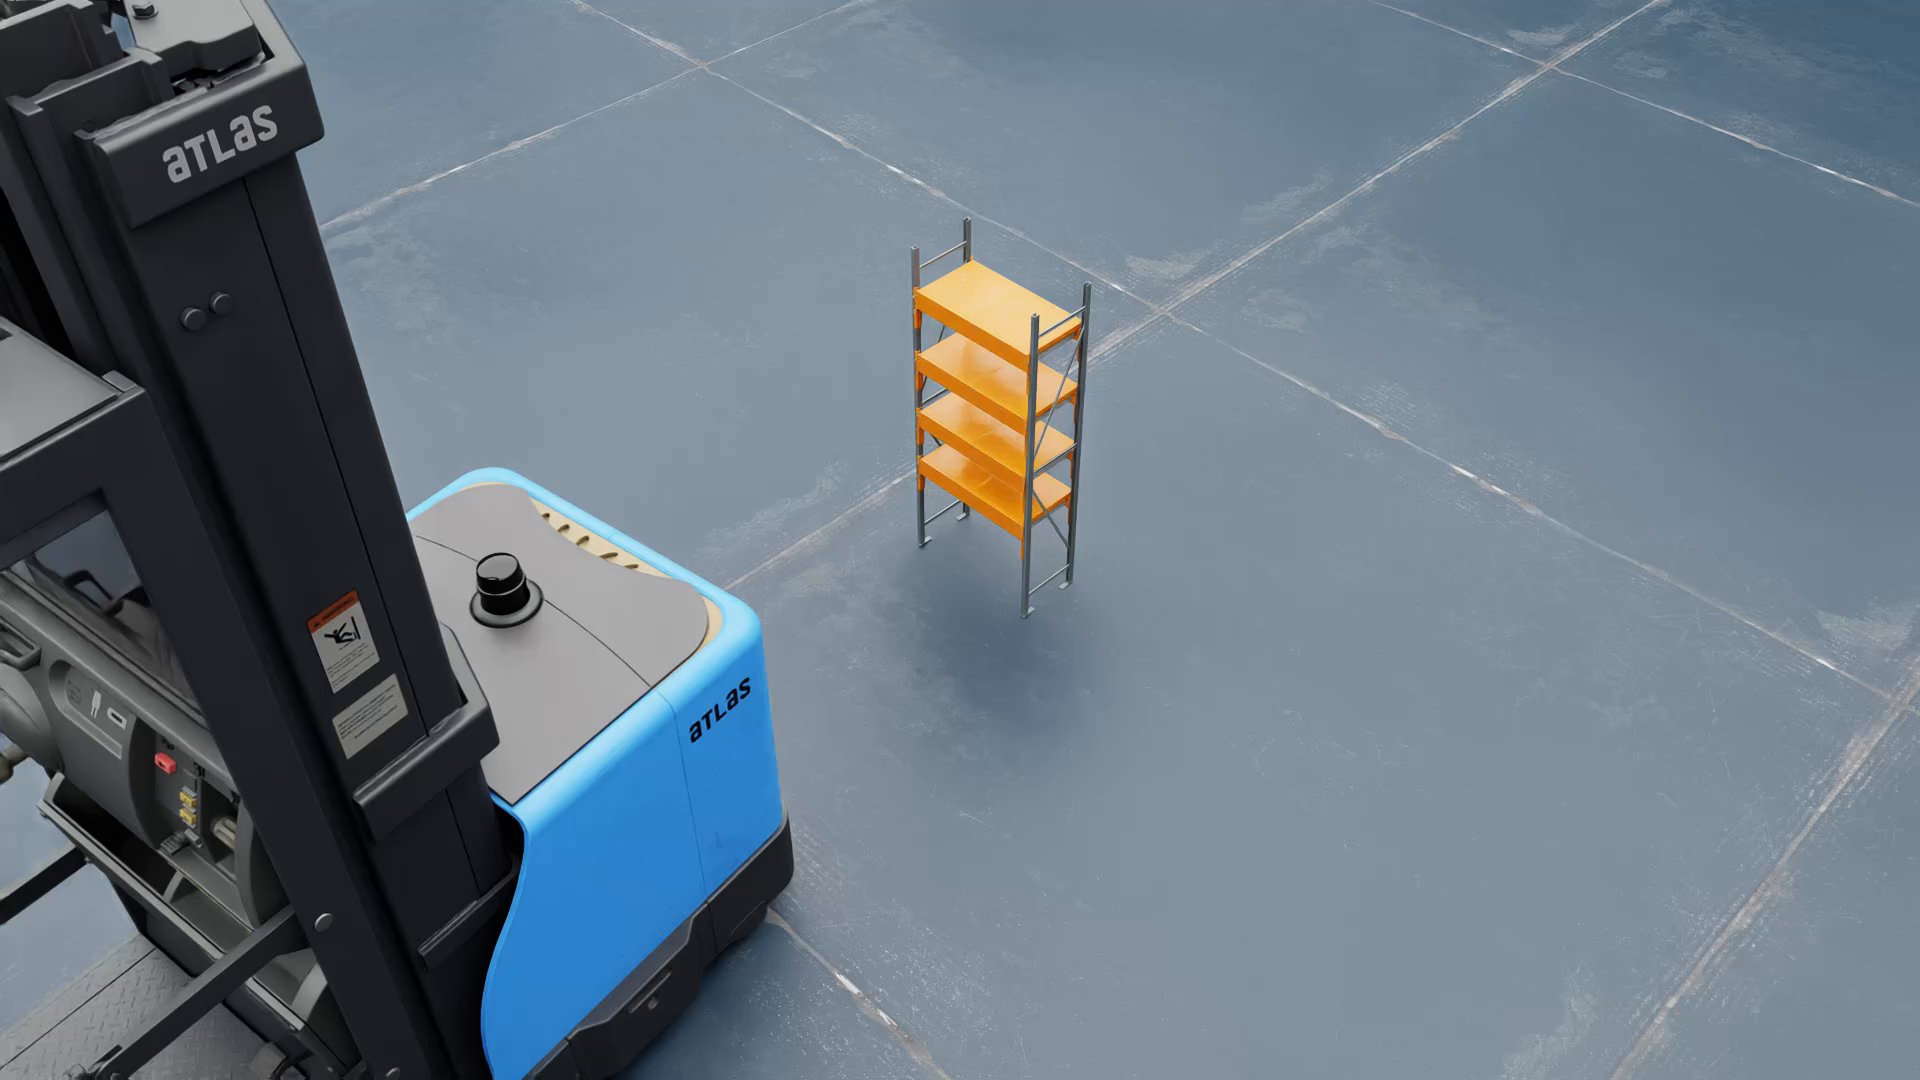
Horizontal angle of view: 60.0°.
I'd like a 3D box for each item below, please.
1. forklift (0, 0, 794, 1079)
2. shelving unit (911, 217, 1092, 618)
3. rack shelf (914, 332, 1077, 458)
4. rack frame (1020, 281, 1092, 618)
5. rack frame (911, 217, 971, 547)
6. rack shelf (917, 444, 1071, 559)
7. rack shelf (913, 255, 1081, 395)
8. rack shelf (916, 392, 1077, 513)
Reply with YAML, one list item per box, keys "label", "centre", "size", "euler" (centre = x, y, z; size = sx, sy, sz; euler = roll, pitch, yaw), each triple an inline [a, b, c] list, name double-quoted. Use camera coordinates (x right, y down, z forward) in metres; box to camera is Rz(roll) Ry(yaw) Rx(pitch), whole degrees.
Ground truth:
- label: "forklift"
  centre: [-1.748, 0.492, 3.058]
  size: [1.130, 2.935, 3.031]
  euler: [27, 49, 26]
- label: "shelving unit"
  centre: [0.117, -0.361, 5.257]
  size: [0.258, 1.200, 0.503]
  euler: [-34, 53, -31]
- label: "rack shelf"
  centre: [0.117, -0.476, 5.151]
  size: [0.258, 0.148, 0.480]
  euler: [-34, 53, -31]
- label: "rack frame"
  centre: [0.289, -0.244, 5.130]
  size: [0.240, 1.200, 0.015]
  euler: [-34, 53, -31]
- label: "rack frame"
  centre: [-0.055, -0.478, 5.384]
  size: [0.240, 1.200, 0.015]
  euler: [-34, 53, -31]
- label: "rack shelf"
  centre: [0.117, -0.166, 5.437]
  size: [0.258, 0.148, 0.480]
  euler: [-34, 53, -31]
- label: "rack shelf"
  centre: [0.117, -0.650, 4.990]
  size: [0.258, 0.148, 0.480]
  euler: [-34, 53, -31]
- label: "rack shelf"
  centre: [0.117, -0.312, 5.302]
  size: [0.258, 0.148, 0.480]
  euler: [-34, 53, -31]
